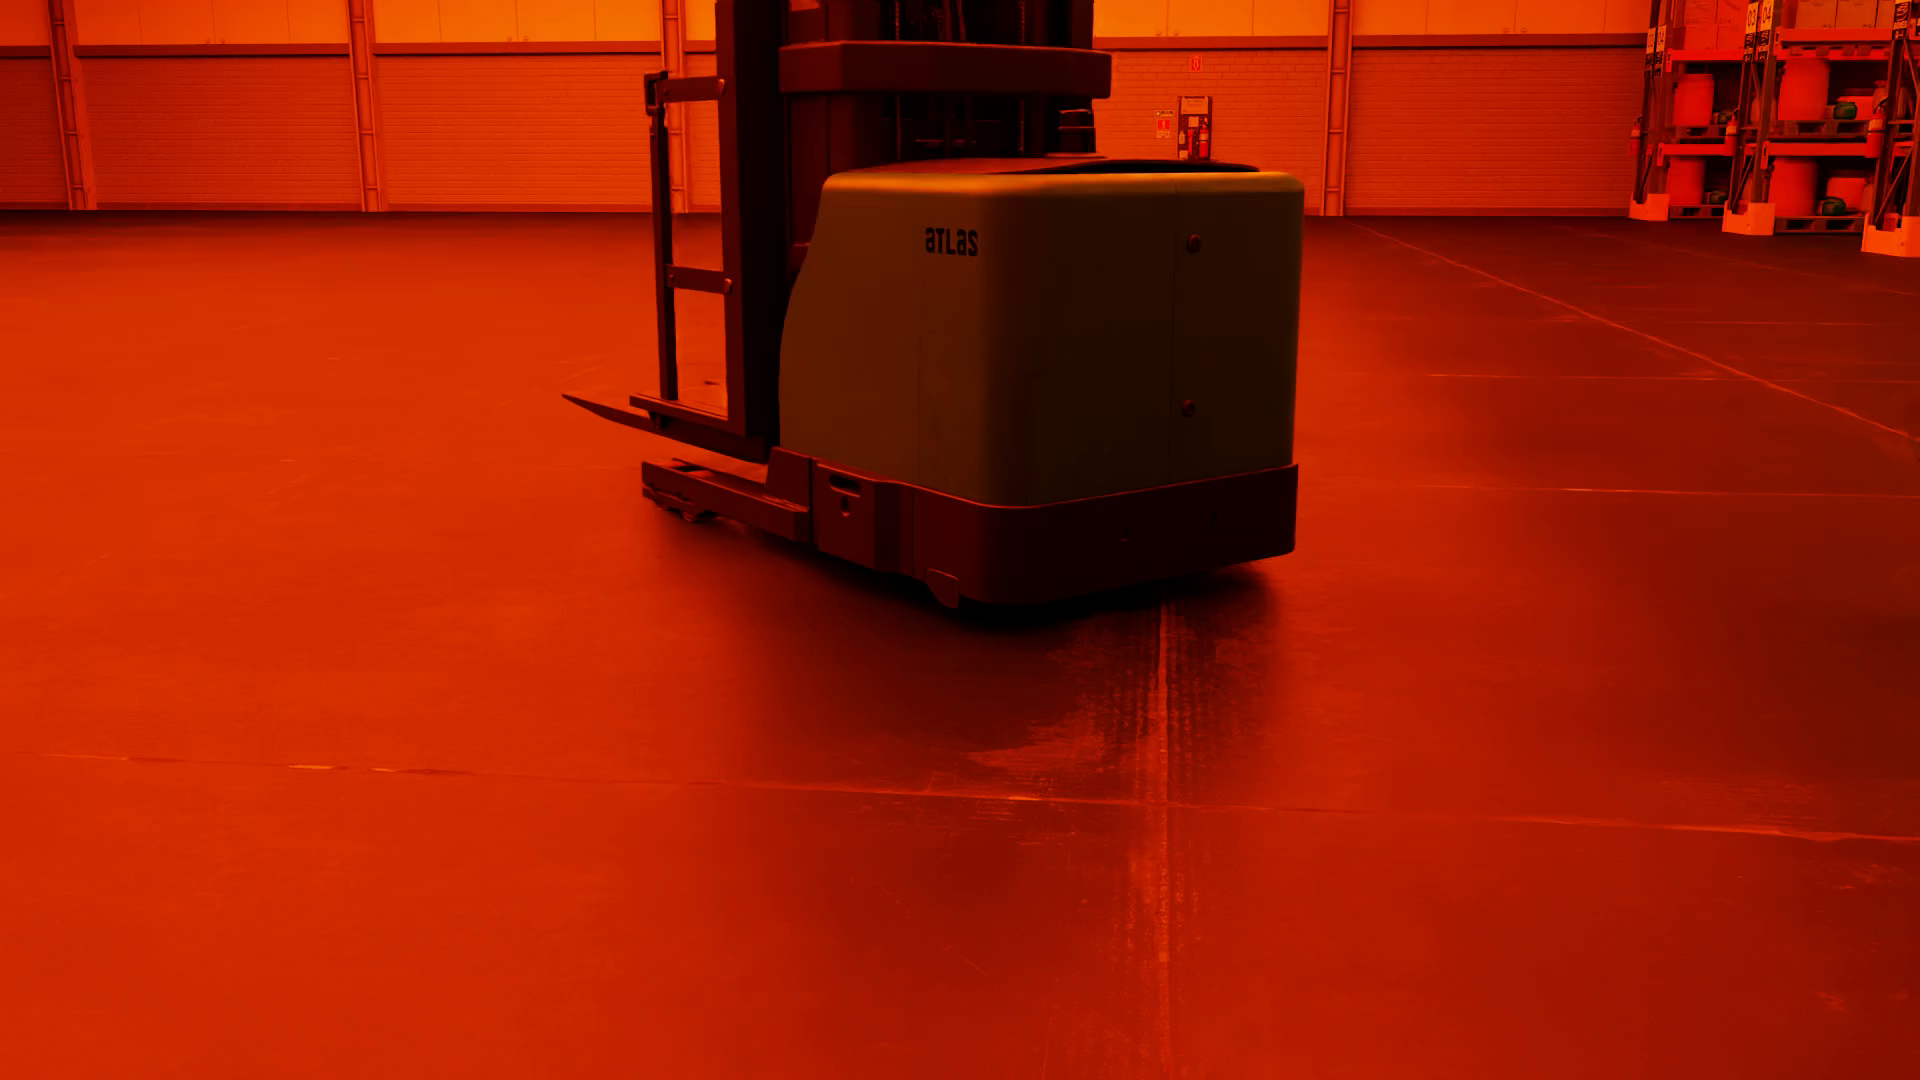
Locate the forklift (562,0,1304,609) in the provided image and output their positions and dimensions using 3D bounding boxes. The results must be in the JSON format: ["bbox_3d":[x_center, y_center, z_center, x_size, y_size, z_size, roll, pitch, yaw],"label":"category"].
[{"bbox_3d":[-0.365,-1.539,5.090,1.130,2.935,3.031,-9,16,-35],"label":"forklift"}]
